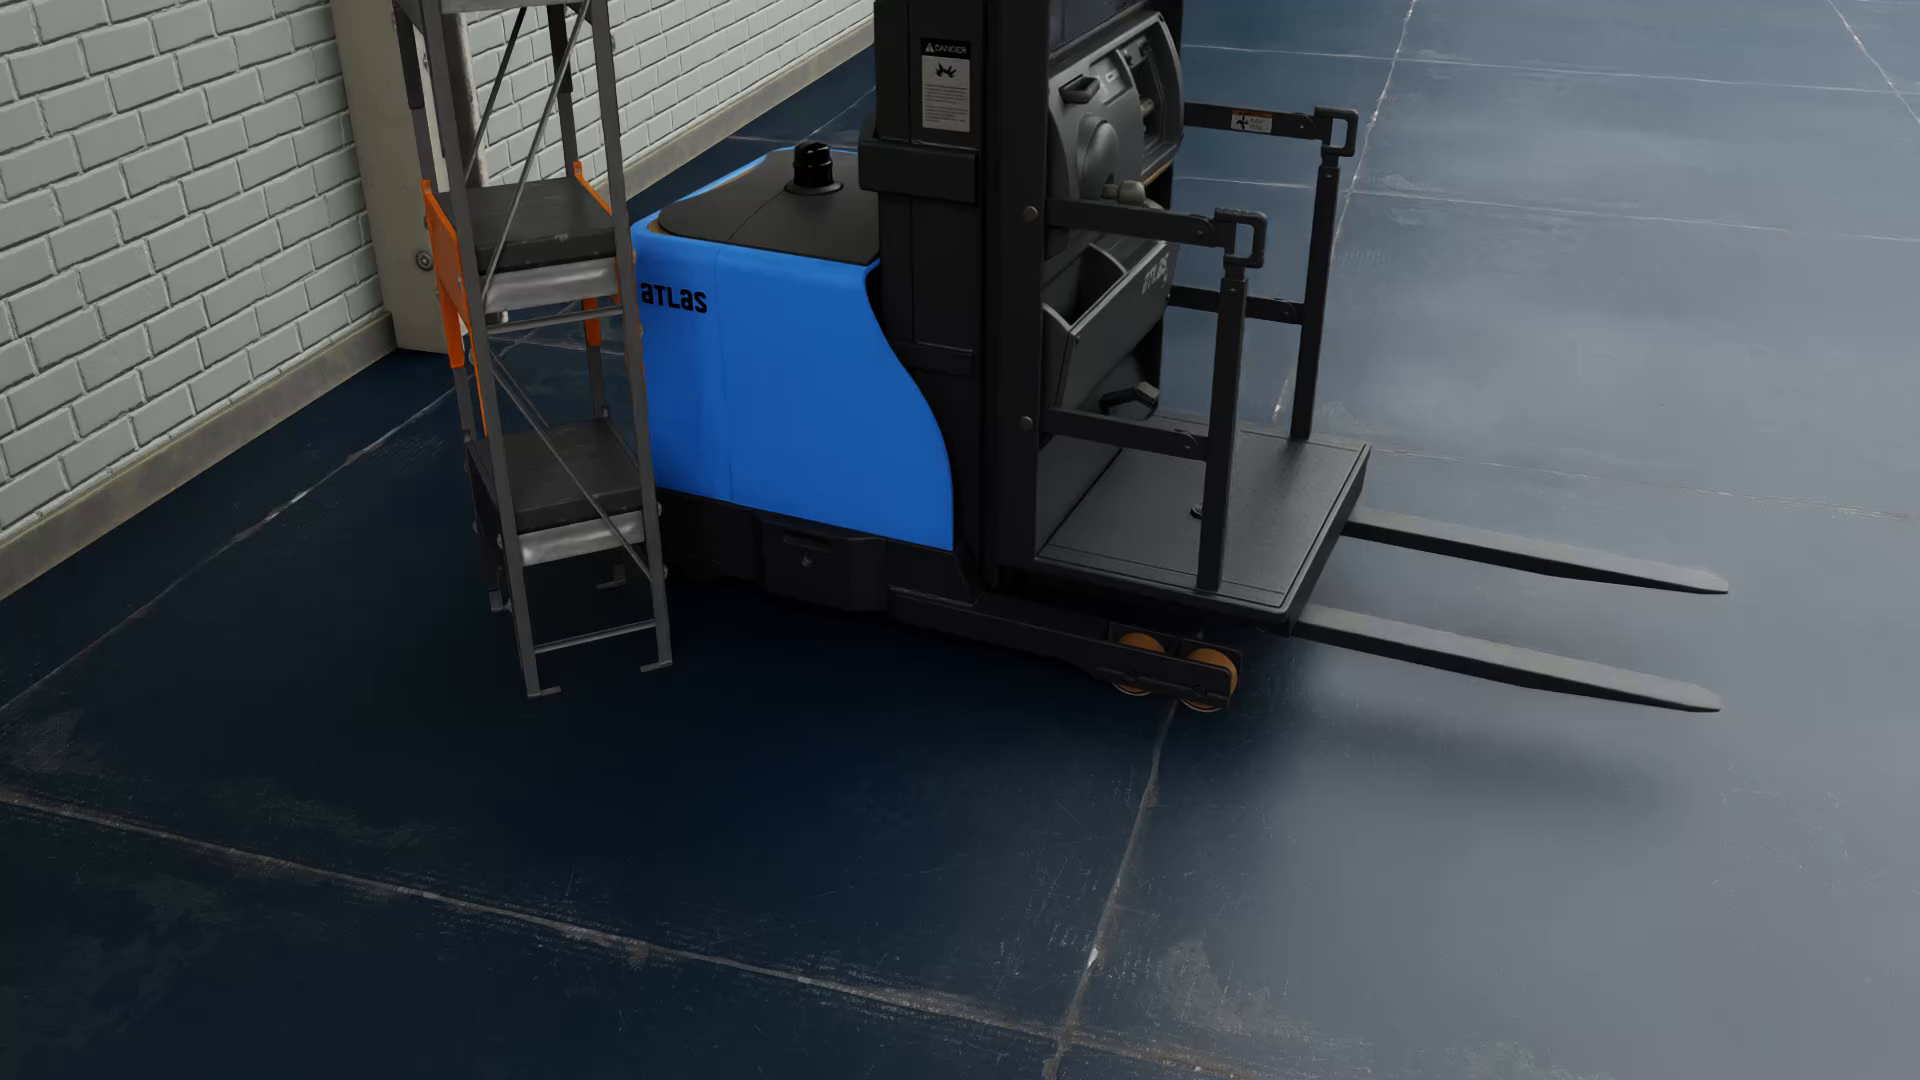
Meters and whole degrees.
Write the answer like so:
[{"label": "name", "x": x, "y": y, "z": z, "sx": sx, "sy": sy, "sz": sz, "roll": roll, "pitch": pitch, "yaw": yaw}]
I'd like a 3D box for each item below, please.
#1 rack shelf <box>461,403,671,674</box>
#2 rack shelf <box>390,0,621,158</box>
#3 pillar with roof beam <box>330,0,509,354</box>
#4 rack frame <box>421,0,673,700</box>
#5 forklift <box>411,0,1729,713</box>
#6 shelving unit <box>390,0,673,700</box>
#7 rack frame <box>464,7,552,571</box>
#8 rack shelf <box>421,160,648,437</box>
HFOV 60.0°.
[{"label": "rack shelf", "x": -1.086, "y": -0.015, "z": 4.585, "sx": 0.431, "sy": 0.518, "sz": 0.480, "roll": -13, "pitch": 32, "yaw": -22}, {"label": "rack shelf", "x": -1.086, "y": -1.239, "z": 3.905, "sx": 0.431, "sy": 0.518, "sz": 0.480, "roll": -13, "pitch": 32, "yaw": -22}, {"label": "pillar with roof beam", "x": 2.043, "y": -4.162, "z": 3.474, "sx": 9.100, "sy": 9.000, "sz": 0.400, "roll": 8, "pitch": 30, "yaw": 15}, {"label": "rack frame", "x": -0.983, "y": -0.531, "z": 4.045, "sx": 0.400, "sy": 2.100, "sz": 0.015, "roll": -13, "pitch": 32, "yaw": -22}, {"label": "forklift", "x": 0.418, "y": -1.069, "z": 4.157, "sx": 3.284, "sy": 2.935, "sz": 1.453, "roll": 12, "pitch": 31, "yaw": 21}, {"label": "shelving unit", "x": -1.085, "y": -0.638, "z": 4.237, "sx": 0.431, "sy": 2.100, "sz": 0.499, "roll": -13, "pitch": 32, "yaw": -22}, {"label": "rack frame", "x": -1.190, "y": -0.746, "z": 4.431, "sx": 0.380, "sy": 1.831, "sz": 0.006, "roll": -13, "pitch": 32, "yaw": -22}, {"label": "rack shelf", "x": -1.086, "y": -0.627, "z": 4.245, "sx": 0.431, "sy": 0.518, "sz": 0.480, "roll": -13, "pitch": 32, "yaw": -22}]
